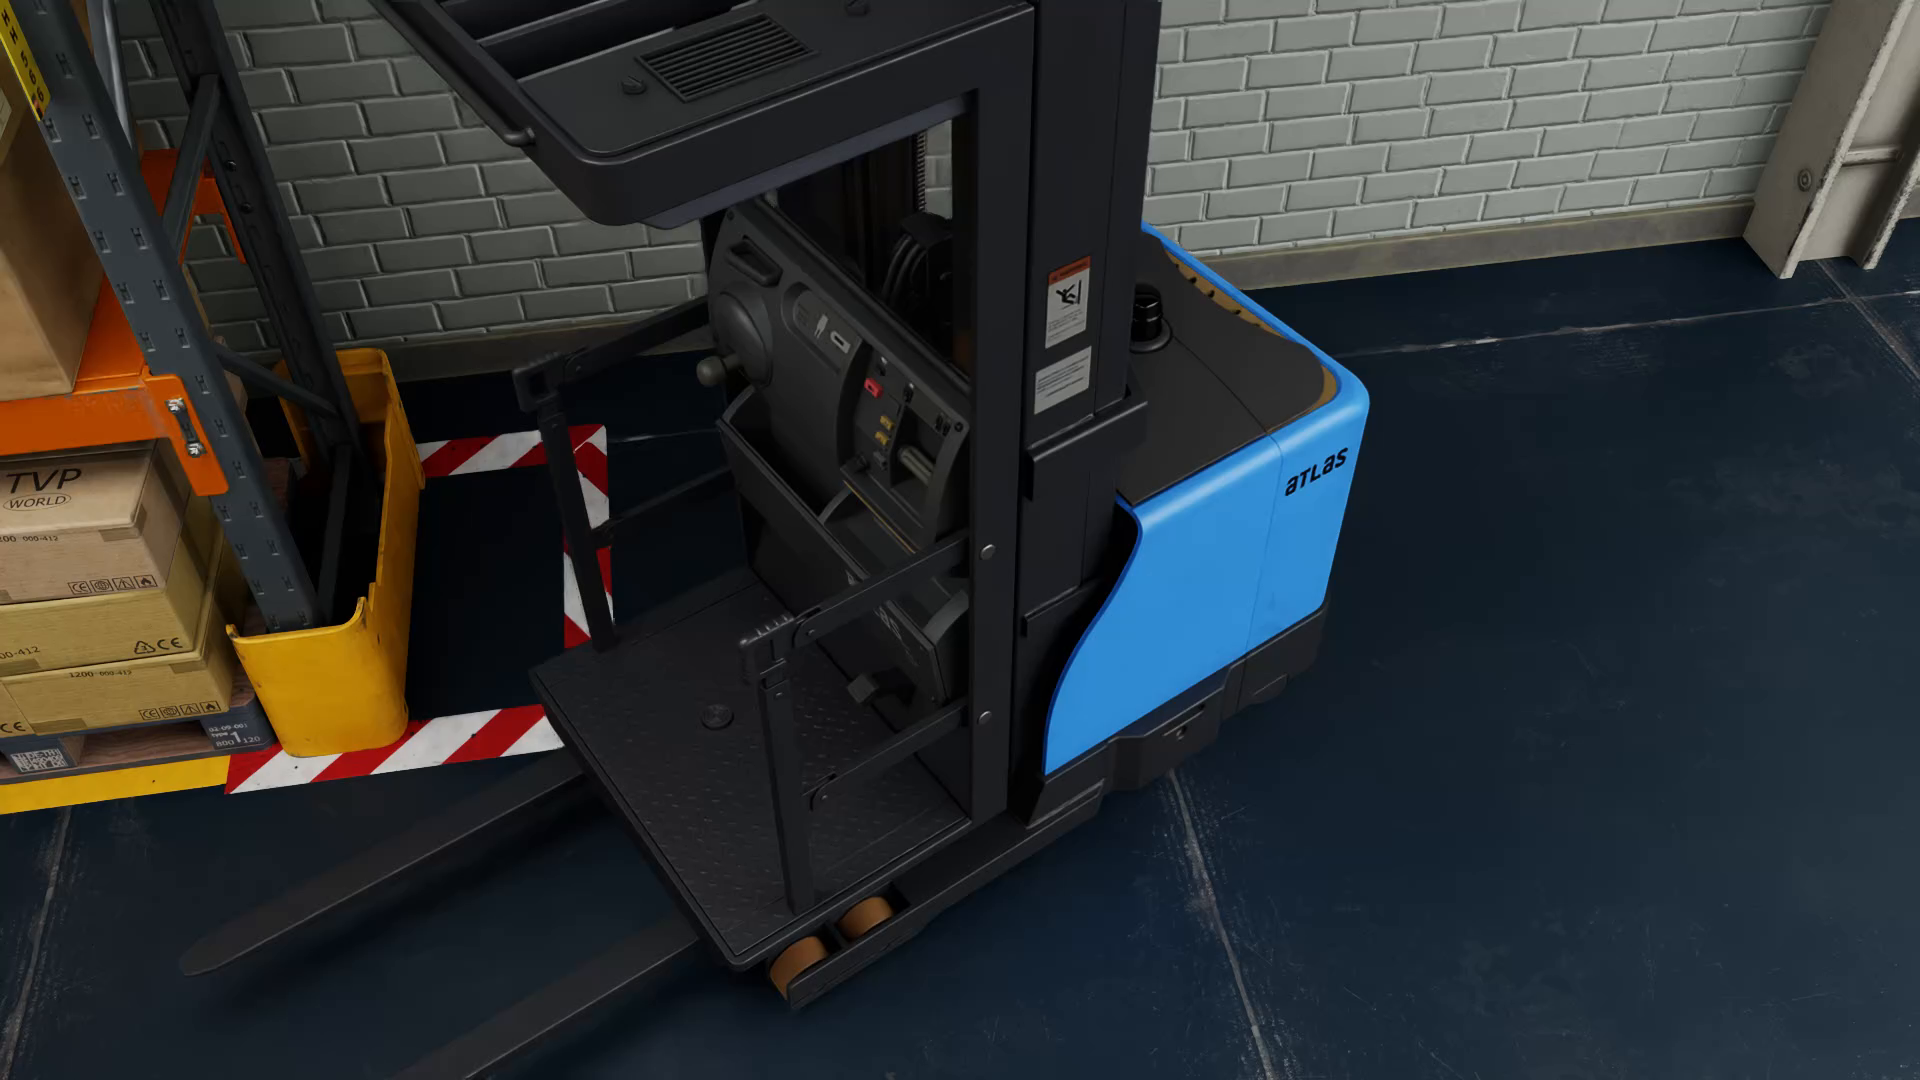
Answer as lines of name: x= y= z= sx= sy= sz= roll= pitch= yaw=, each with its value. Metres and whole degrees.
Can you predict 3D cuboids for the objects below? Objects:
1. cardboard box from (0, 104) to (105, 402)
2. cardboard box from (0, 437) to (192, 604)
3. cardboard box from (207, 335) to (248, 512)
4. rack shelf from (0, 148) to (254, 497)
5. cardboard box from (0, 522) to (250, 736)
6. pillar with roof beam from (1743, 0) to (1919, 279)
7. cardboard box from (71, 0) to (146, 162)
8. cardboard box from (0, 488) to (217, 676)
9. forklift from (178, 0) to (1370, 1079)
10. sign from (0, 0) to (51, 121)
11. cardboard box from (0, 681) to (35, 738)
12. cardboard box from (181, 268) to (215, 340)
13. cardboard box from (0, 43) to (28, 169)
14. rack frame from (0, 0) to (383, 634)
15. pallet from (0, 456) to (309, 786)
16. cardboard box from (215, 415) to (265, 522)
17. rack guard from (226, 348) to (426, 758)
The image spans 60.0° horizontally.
cardboard box: x=-2.298 y=-0.643 z=3.717 sx=0.500 sy=0.500 sz=0.500 roll=-8 pitch=47 yaw=-8
cardboard box: x=-2.258 y=-0.116 z=4.202 sx=0.500 sy=0.250 sz=0.500 roll=-6 pitch=46 yaw=-5
cardboard box: x=-2.356 y=-0.310 z=4.736 sx=0.500 sy=0.250 sz=0.500 roll=-6 pitch=46 yaw=-6
rack shelf: x=-3.828 y=-0.360 z=4.013 sx=4.000 sy=0.370 sz=1.077 roll=-7 pitch=46 yaw=-7
cardboard box: x=-2.267 y=0.235 z=4.558 sx=0.500 sy=0.250 sz=0.500 roll=-7 pitch=46 yaw=-7
pillar with roof beam: x=3.949 y=-1.173 z=0.131 sx=0.400 sy=9.000 sz=9.100 roll=-7 pitch=46 yaw=-7
cardboard box: x=-2.393 y=-1.026 z=4.086 sx=0.500 sy=0.500 sz=0.500 roll=-6 pitch=46 yaw=-5
cardboard box: x=-2.284 y=0.061 z=4.379 sx=0.500 sy=0.250 sz=0.500 roll=-8 pitch=47 yaw=-7
forklift: x=-0.450 y=-0.306 z=3.509 sx=3.031 sy=2.935 sz=1.130 roll=-28 pitch=52 yaw=-24
sign: x=-1.779 y=-0.952 z=3.116 sx=0.005 sy=0.325 sz=0.100 roll=-7 pitch=46 yaw=-7
cardboard box: x=-2.758 y=0.289 z=4.506 sx=0.500 sy=0.250 sz=0.500 roll=-7 pitch=46 yaw=-7
cardboard box: x=-2.363 y=-0.469 z=4.542 sx=0.500 sy=0.250 sz=0.500 roll=-8 pitch=47 yaw=-7
cardboard box: x=-2.151 y=-0.874 z=3.489 sx=0.250 sy=0.149 sz=0.380 roll=-6 pitch=46 yaw=-6
rack frame: x=-1.858 y=-0.855 z=3.991 sx=0.127 sy=3.000 sz=1.000 roll=-7 pitch=46 yaw=-7
pallet: x=-2.604 y=0.236 z=4.876 sx=1.213 sy=0.211 sz=1.003 roll=-7 pitch=46 yaw=-7
cardboard box: x=-2.375 y=-0.125 z=4.906 sx=0.500 sy=0.250 sz=0.500 roll=-7 pitch=46 yaw=-7
rack guard: x=-1.834 y=0.009 z=4.894 sx=0.348 sy=0.500 sz=1.175 roll=-7 pitch=46 yaw=-7
